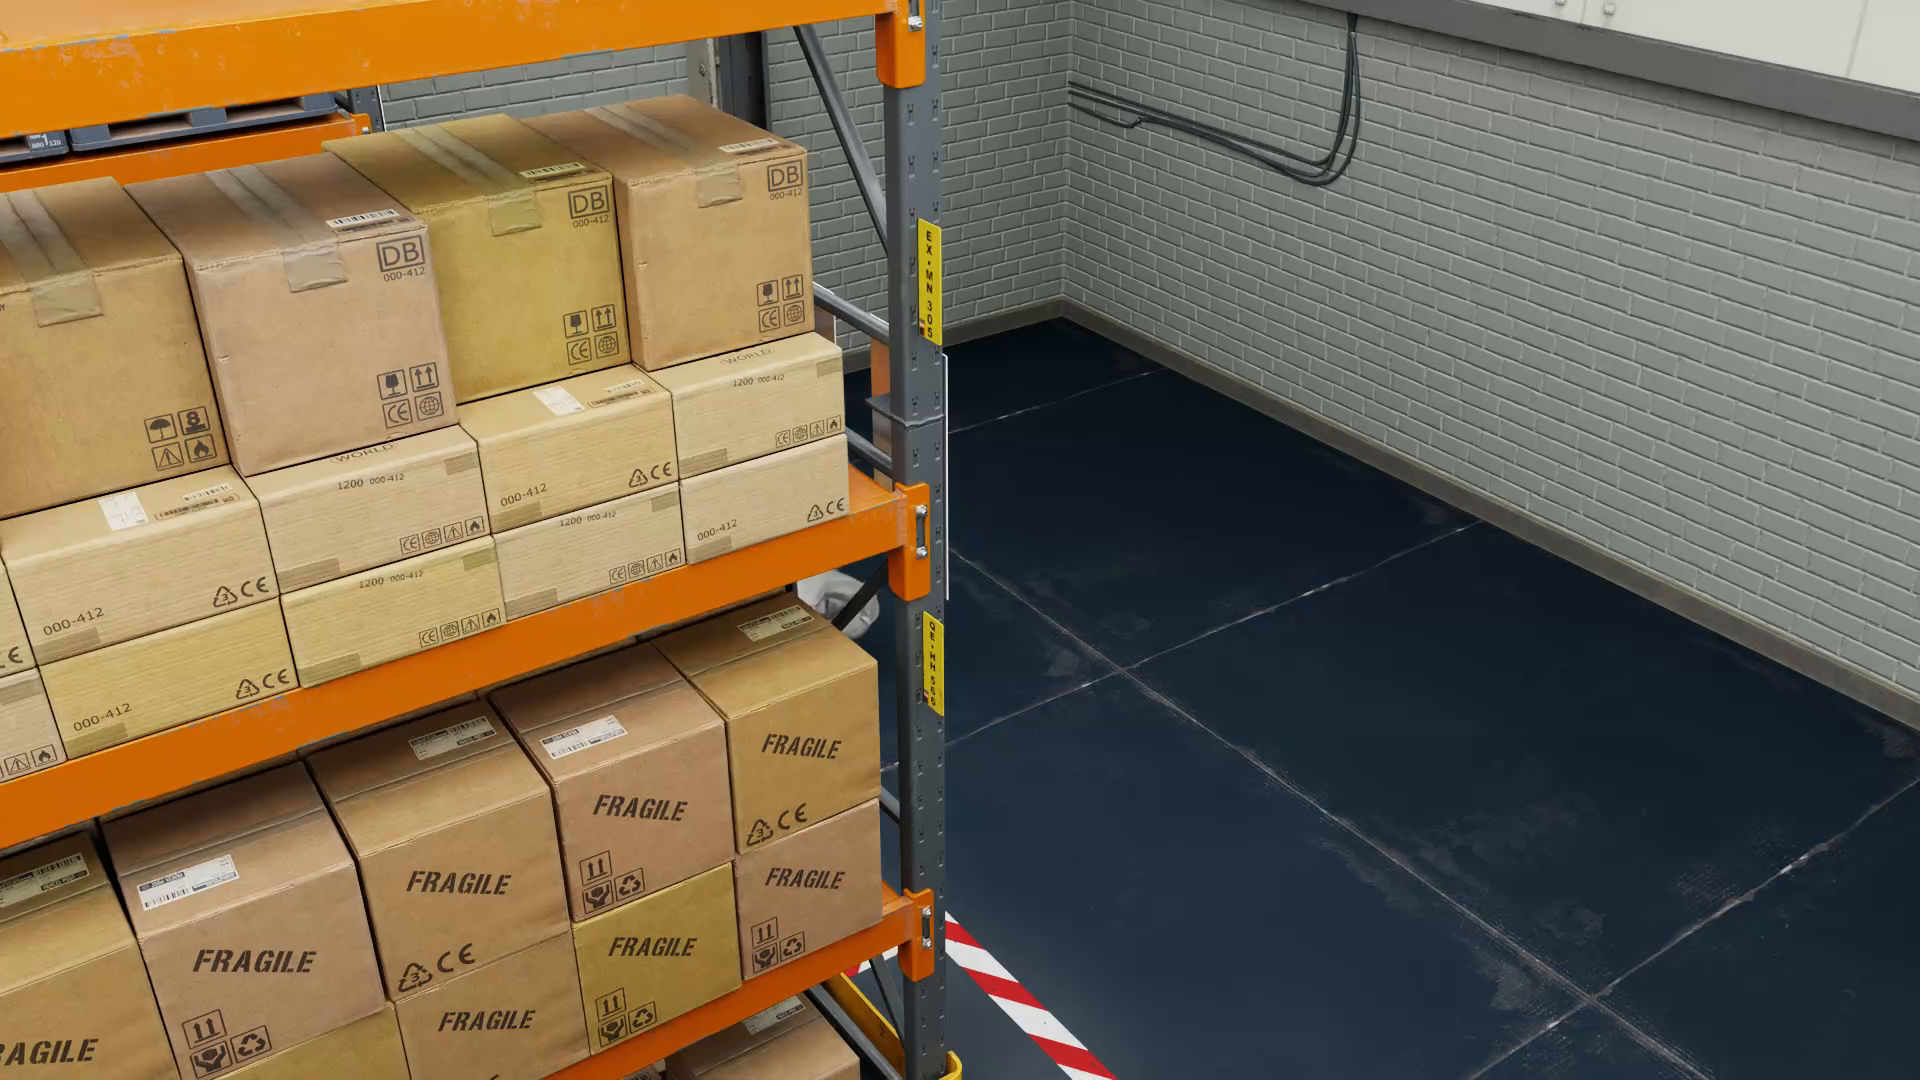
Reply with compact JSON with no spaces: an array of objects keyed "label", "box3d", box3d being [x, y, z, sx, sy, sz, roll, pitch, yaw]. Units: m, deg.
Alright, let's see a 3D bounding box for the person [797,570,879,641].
[{"label":"person","box3d":[-0.794,0.451,8.749,0.814,0.760,0.436,-19,34,-30]}]
